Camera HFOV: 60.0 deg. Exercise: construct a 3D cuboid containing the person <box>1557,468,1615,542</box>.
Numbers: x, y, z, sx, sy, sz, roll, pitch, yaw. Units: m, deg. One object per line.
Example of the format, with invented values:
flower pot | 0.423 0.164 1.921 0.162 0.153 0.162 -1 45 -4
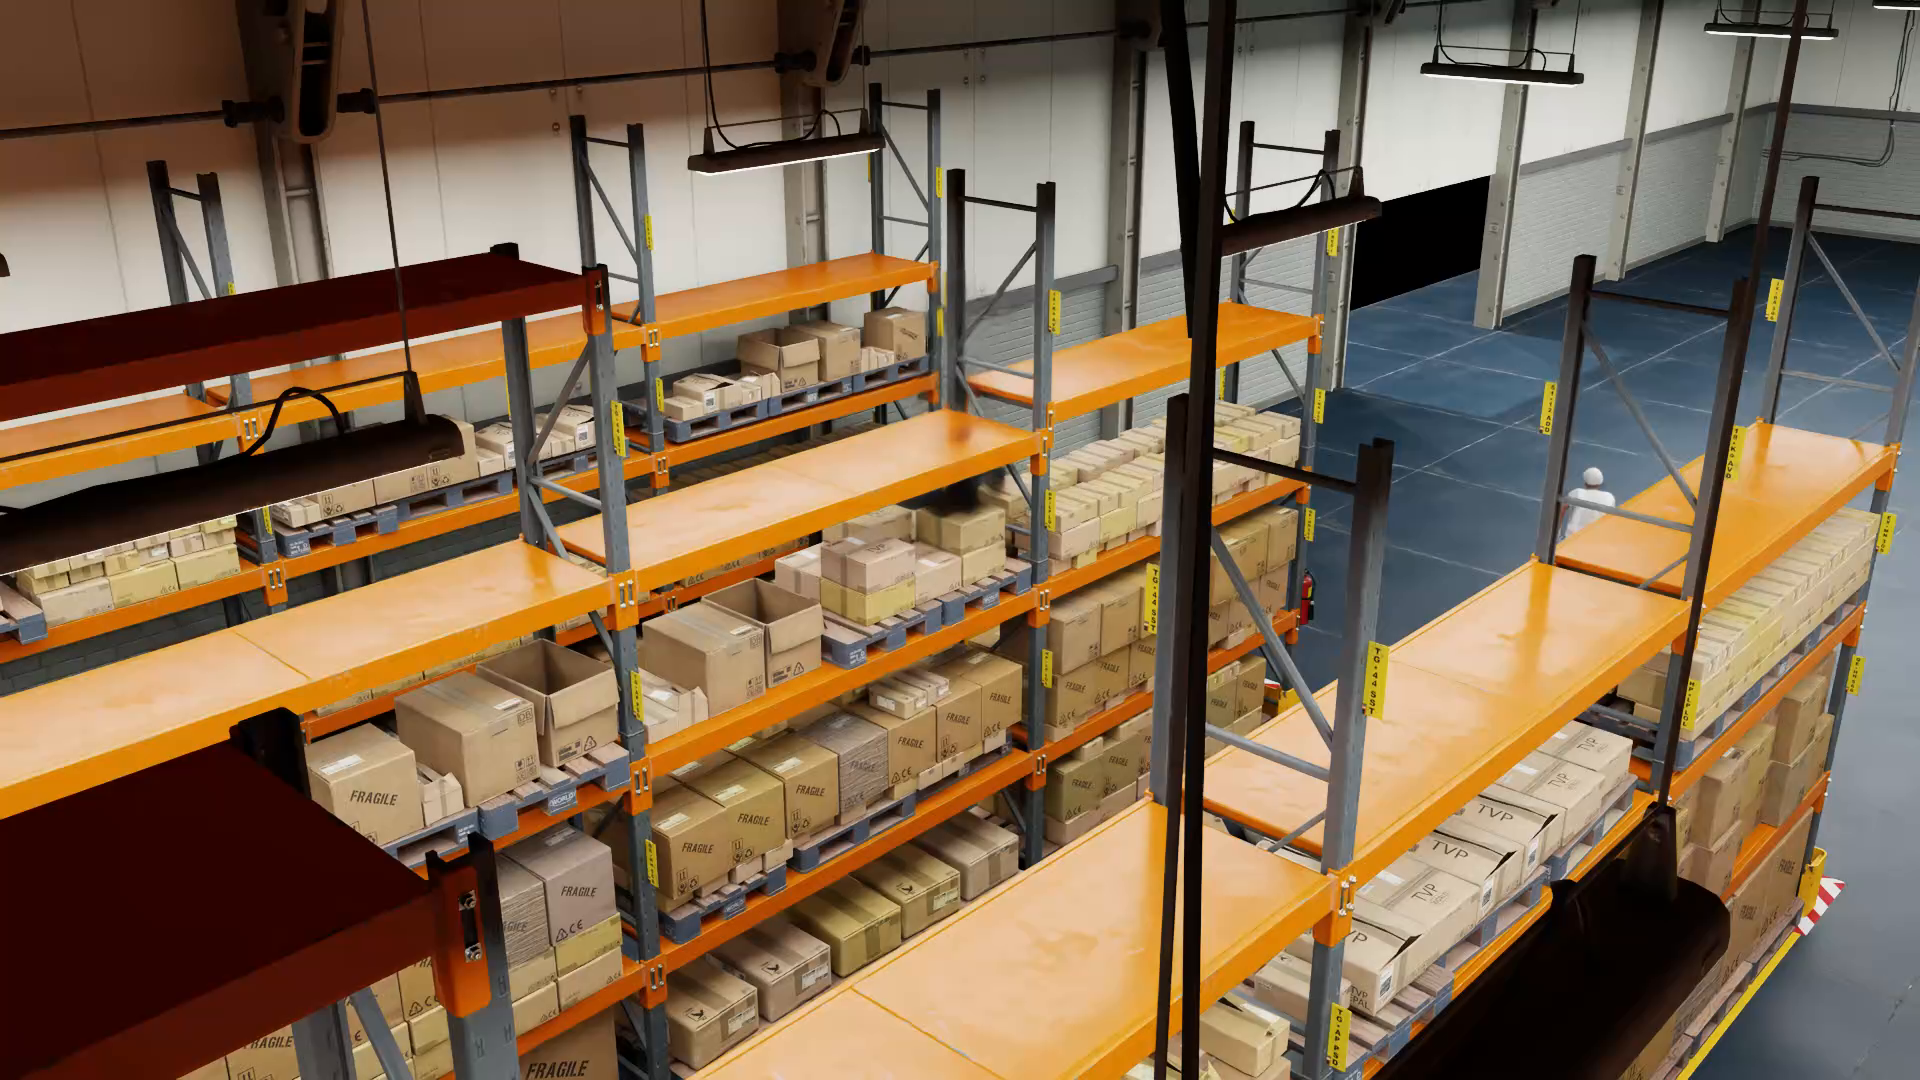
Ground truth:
person | 7.336 -0.032 19.667 0.726 1.721 0.728 2 21 6
